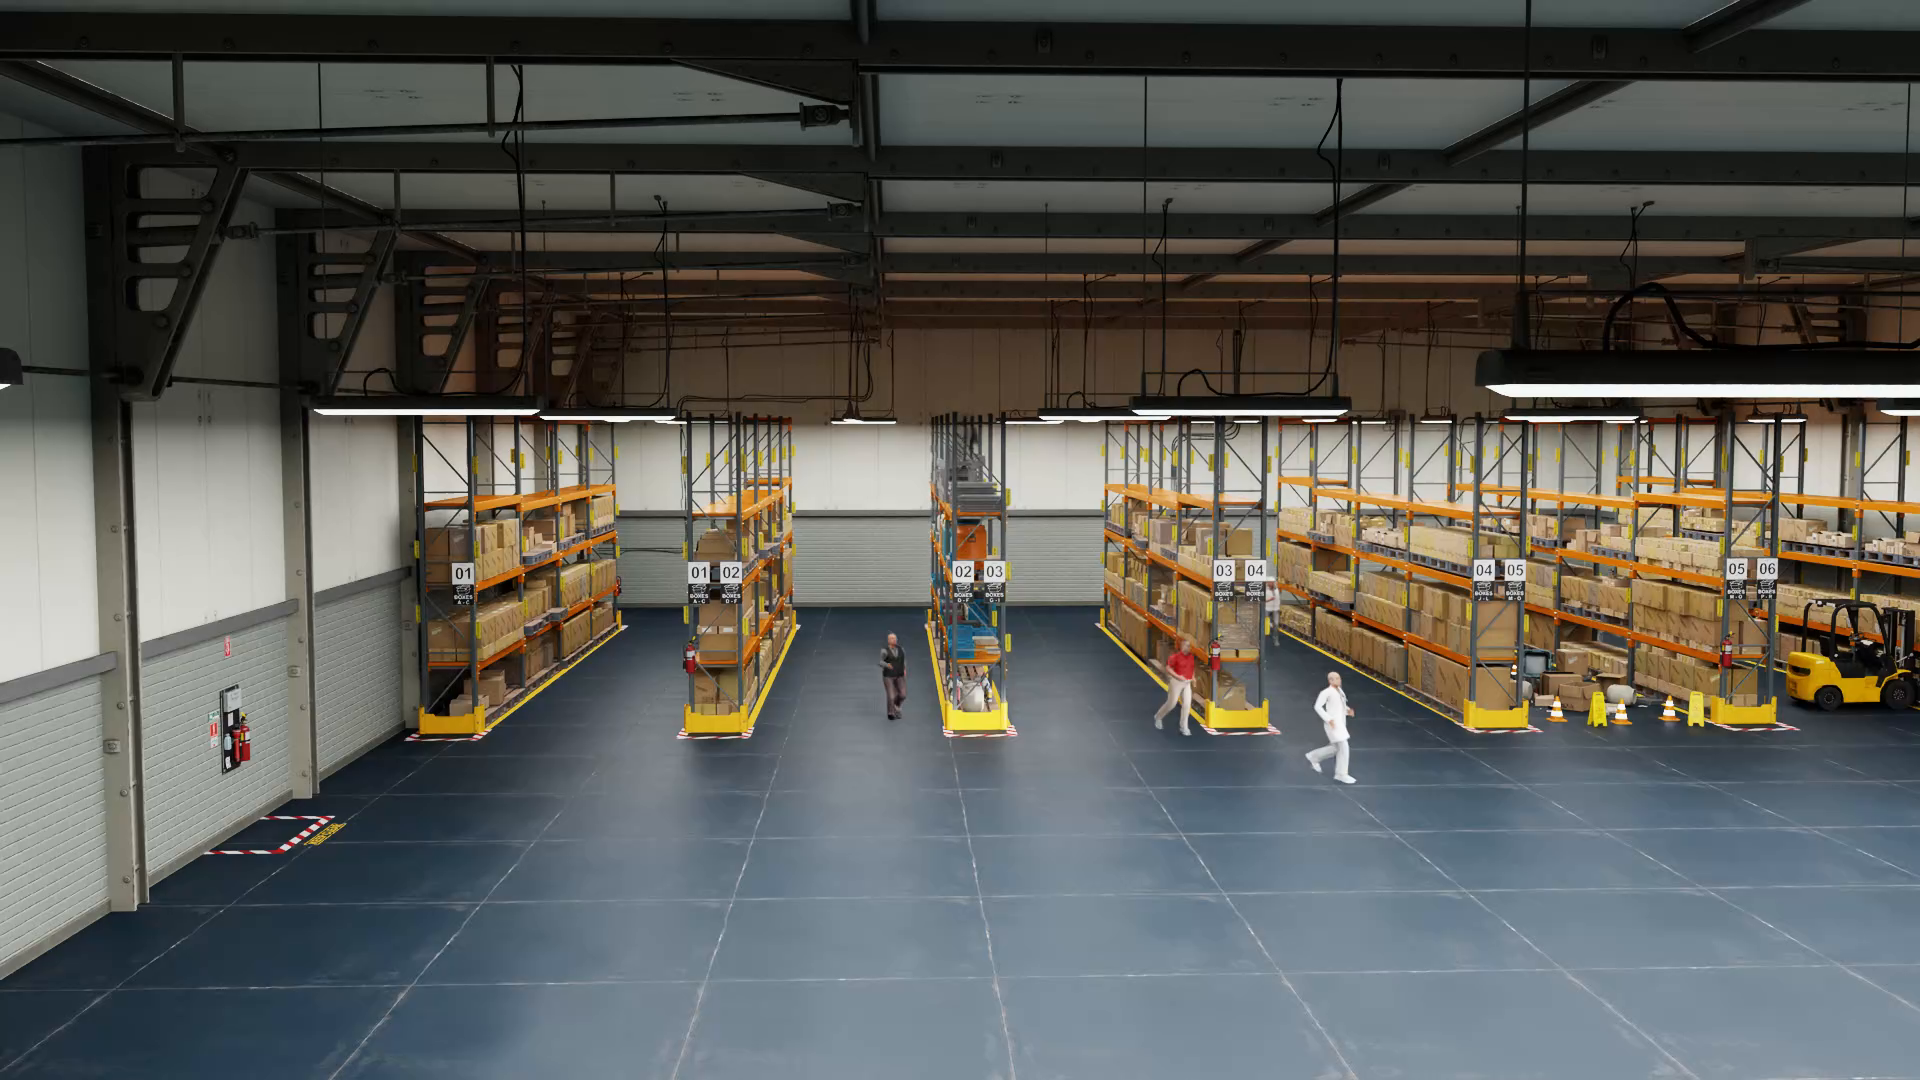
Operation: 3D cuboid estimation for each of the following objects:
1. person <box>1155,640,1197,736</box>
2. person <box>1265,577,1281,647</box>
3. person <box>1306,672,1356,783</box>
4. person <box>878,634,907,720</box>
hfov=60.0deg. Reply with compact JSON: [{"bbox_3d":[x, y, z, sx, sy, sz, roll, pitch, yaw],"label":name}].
[{"bbox_3d":[4.165,2.740,31.223,0.745,1.729,0.904,-2,4,-28],"label":"person"},{"bbox_3d":[8.134,1.851,43.577,0.674,1.801,0.893,-1,4,-10],"label":"person"},{"bbox_3d":[6.028,3.017,26.961,0.858,1.775,0.704,3,5,34],"label":"person"},{"bbox_3d":[-1.259,2.673,32.290,0.646,1.692,0.610,-1,4,-19],"label":"person"}]
